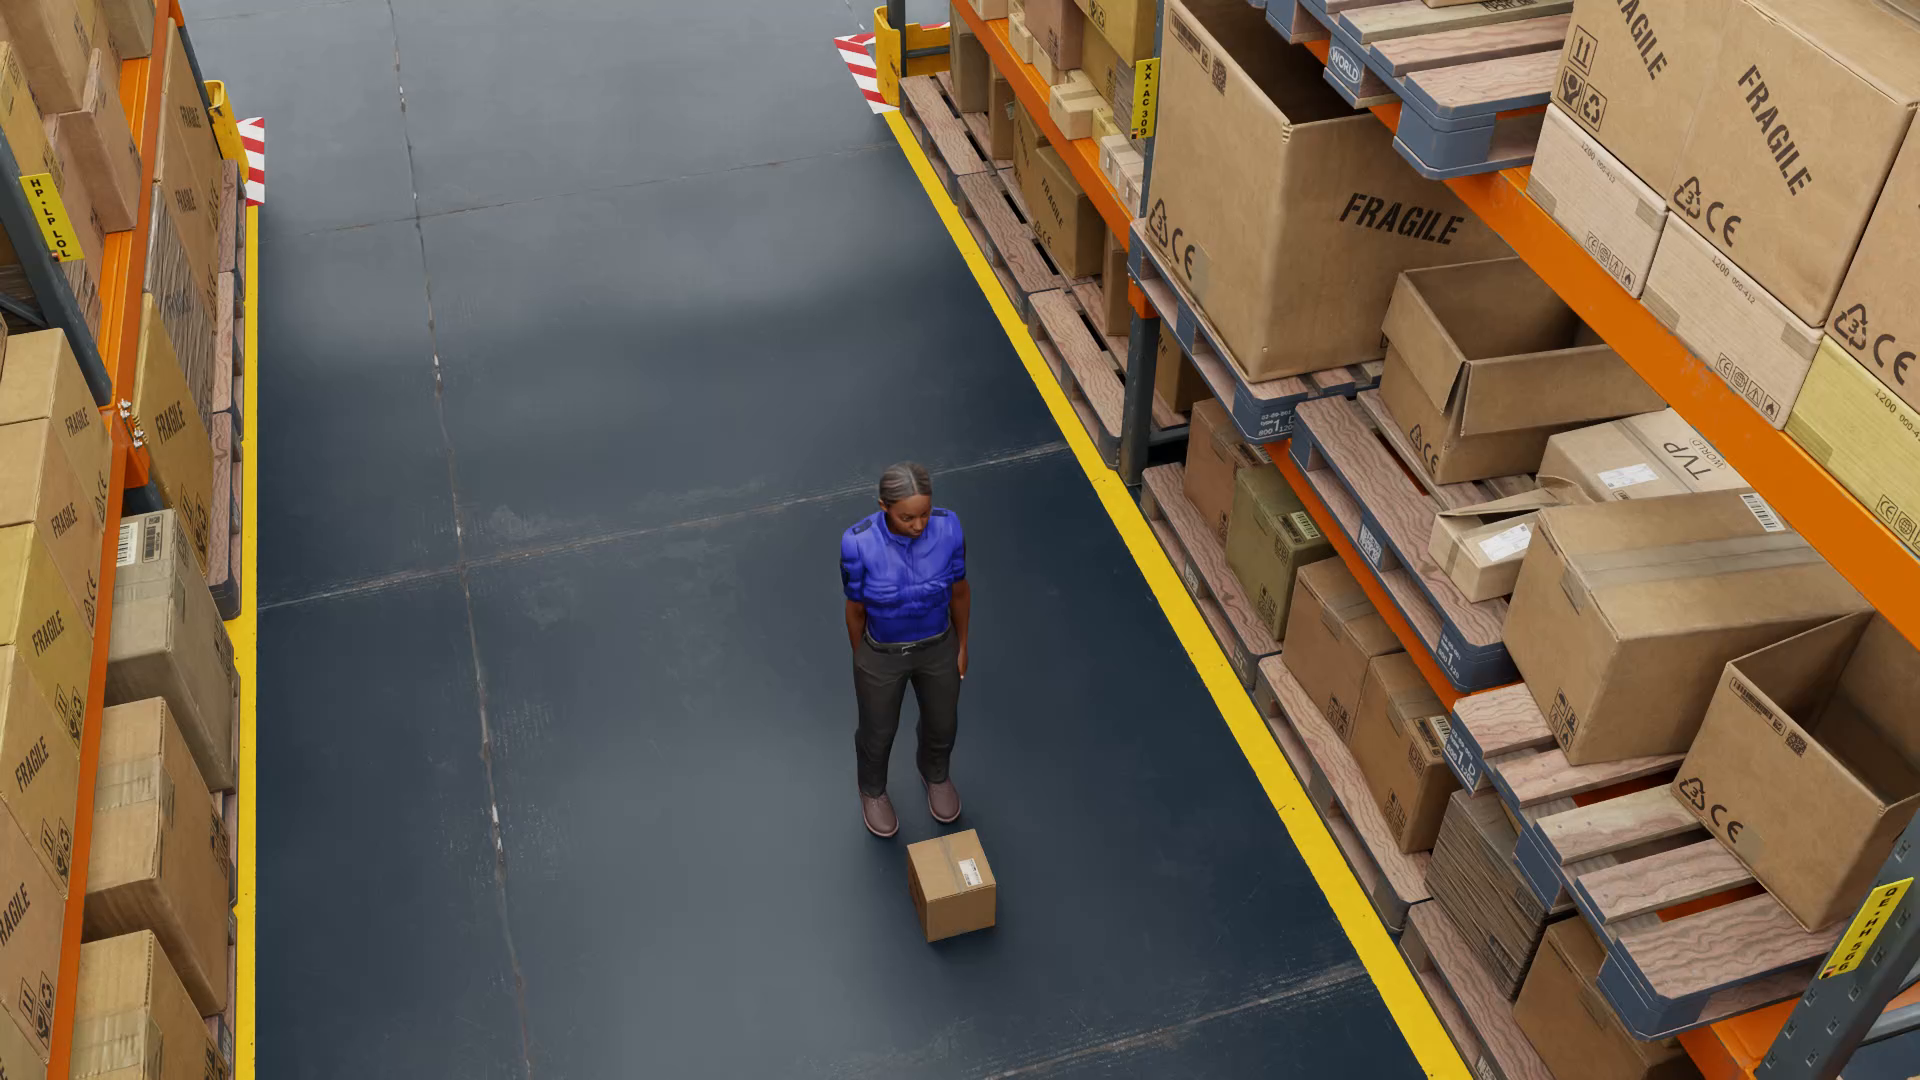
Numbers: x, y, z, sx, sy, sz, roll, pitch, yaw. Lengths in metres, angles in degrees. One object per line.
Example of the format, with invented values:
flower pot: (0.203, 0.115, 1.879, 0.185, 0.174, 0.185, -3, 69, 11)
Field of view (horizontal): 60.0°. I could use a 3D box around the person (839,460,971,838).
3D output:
person: (-0.171, 0.382, 5.752, 0.438, 1.655, 0.297, -11, 44, -12)
